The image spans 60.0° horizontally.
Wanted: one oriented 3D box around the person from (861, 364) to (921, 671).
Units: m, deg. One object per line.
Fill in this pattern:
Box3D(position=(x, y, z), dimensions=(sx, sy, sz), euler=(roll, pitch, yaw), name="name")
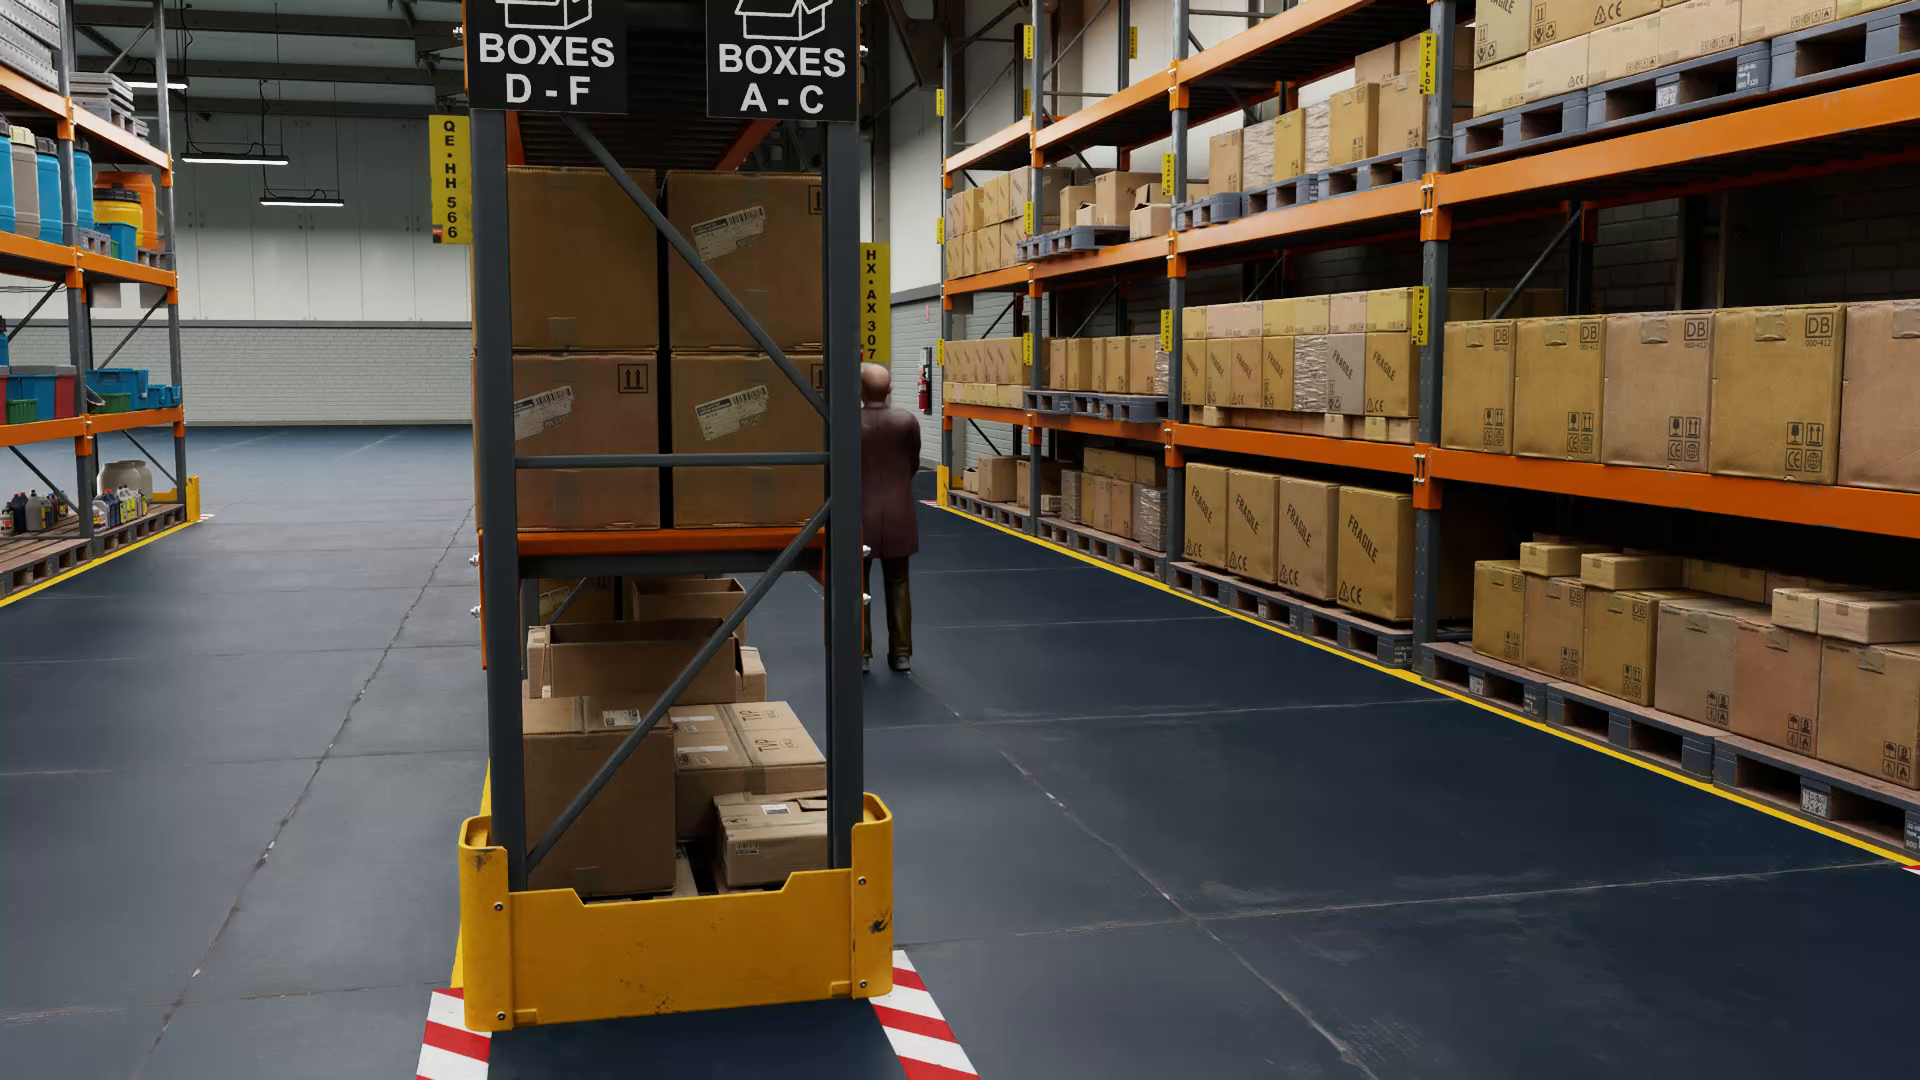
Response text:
Box3D(position=(-0.508, -0.139, 9.740), dimensions=(0.529, 1.772, 0.561), euler=(-1, 6, -13), name="person")
